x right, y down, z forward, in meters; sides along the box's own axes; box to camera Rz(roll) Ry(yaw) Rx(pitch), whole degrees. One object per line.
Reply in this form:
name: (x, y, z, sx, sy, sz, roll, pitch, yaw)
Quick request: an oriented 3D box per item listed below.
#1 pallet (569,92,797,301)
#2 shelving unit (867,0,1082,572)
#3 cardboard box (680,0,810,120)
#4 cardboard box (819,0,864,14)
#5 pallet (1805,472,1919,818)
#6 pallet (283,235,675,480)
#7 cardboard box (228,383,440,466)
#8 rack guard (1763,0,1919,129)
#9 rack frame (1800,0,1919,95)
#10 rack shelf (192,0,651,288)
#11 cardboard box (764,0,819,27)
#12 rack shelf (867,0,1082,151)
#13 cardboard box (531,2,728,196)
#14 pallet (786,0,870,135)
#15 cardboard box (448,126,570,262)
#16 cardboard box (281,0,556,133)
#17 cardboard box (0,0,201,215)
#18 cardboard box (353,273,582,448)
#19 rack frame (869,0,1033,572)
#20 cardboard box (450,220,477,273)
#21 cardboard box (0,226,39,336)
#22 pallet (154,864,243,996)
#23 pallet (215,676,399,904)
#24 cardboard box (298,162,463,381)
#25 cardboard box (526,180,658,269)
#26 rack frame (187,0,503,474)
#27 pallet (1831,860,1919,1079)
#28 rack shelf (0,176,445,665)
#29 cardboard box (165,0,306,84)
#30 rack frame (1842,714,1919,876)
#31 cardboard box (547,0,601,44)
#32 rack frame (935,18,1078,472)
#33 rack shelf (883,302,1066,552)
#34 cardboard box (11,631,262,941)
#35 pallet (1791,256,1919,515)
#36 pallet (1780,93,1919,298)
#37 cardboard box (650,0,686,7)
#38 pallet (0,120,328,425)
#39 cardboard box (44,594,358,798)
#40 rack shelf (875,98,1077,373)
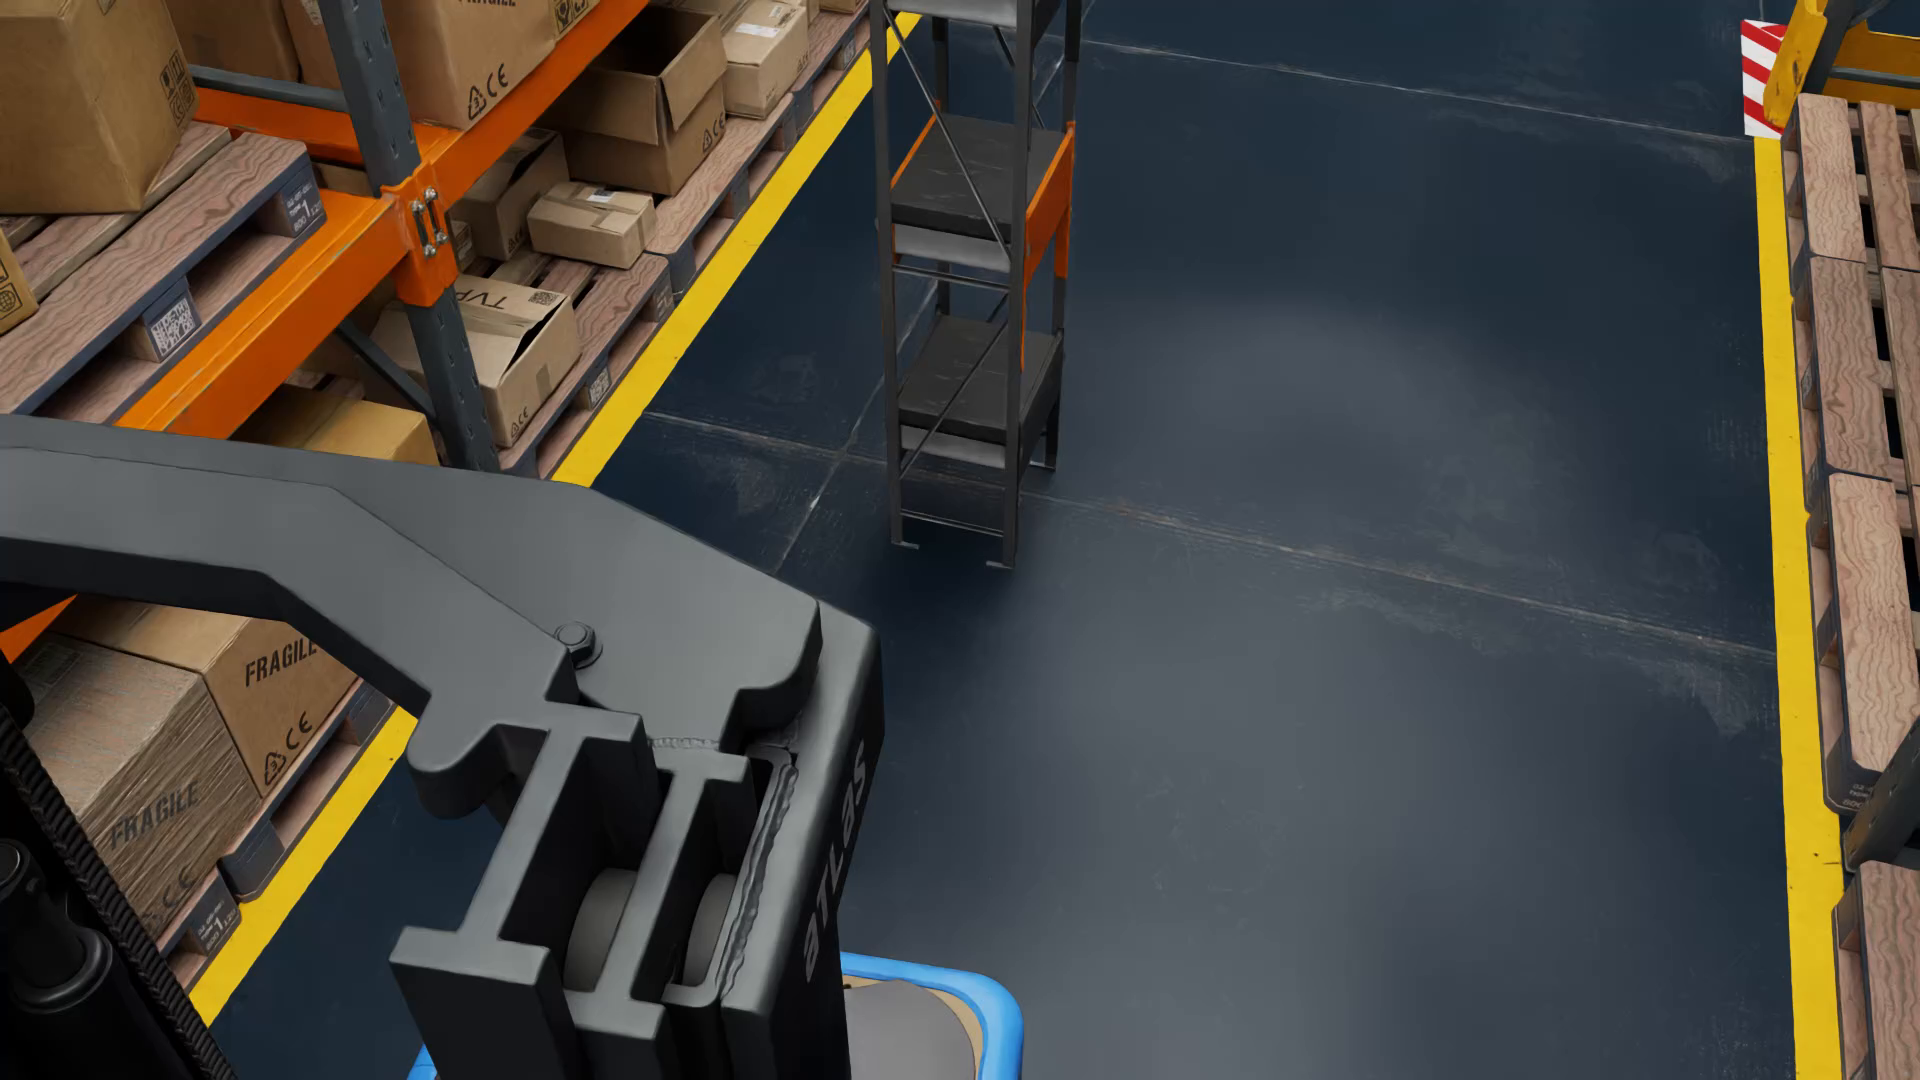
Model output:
pallet: (-1.331, -1.462, 6.593, 1.003, 0.211, 1.213, 13, 46, 13)
shelving unit: (0.050, -0.861, 4.628, 0.431, 2.100, 0.503, 13, 46, 12)
cardboard box: (-0.942, -1.984, 6.785, 0.500, 0.250, 0.500, 13, 46, 13)
cardboard box: (-0.626, -2.701, 7.338, 0.500, 0.500, 0.500, 13, 46, 13)
pallet: (2.998, 0.365, 4.726, 1.003, 0.211, 1.213, 13, 46, 13)
pallet: (-1.698, -0.646, 5.759, 1.003, 0.211, 1.213, 13, 46, 13)
cardboard box: (-1.784, -0.059, 4.639, 0.500, 0.500, 0.500, 12, 46, 12)
rack guard: (4.019, -1.925, 6.860, 1.175, 0.500, 0.348, 13, 46, 13)
rack frame: (4.024, -2.800, 5.966, 1.000, 3.000, 0.127, 13, 46, 13)
rack shelf: (-1.302, -2.261, 5.930, 1.077, 0.370, 4.000, 13, 46, 13)
cardboard box: (-0.834, -2.330, 7.198, 0.380, 0.166, 0.250, 13, 46, 13)
rack shelf: (0.050, -1.351, 4.148, 0.431, 0.518, 0.480, 13, 46, 12)
cardboard box: (-1.343, -1.703, 6.316, 0.797, 0.503, 0.637, 13, 46, 13)
pallet: (-0.960, -2.272, 7.421, 1.003, 0.211, 1.213, 13, 46, 13)
cardboard box: (-1.778, -1.321, 6.063, 0.500, 0.311, 0.500, 13, 46, 13)
cardboard box: (-1.493, -1.503, 4.570, 0.500, 0.500, 0.500, 14, 46, 14)
cardboard box: (-2.264, -1.102, 3.860, 0.700, 0.500, 0.500, -1, 44, -1)
cardboard box: (-1.574, -0.615, 5.342, 0.500, 0.311, 0.500, 13, 46, 13)
rack frame: (-0.024, -0.698, 4.462, 0.400, 2.100, 0.015, 13, 46, 12)
cardboard box: (-1.949, -1.026, 5.877, 0.380, 0.149, 0.250, 13, 46, 13)
cardboard box: (-2.412, -0.631, 3.378, 0.700, 0.500, 0.500, 19, 48, 19)
pallet: (-2.485, 1.178, 3.896, 1.003, 0.211, 1.213, 13, 46, 13)
pallet: (-2.118, 0.362, 4.729, 1.003, 0.211, 1.213, 13, 46, 13)
cardboard box: (-2.005, -0.889, 5.486, 0.500, 0.500, 0.500, 13, 46, 13)
cardboard box: (-1.322, -1.142, 5.984, 0.380, 0.166, 0.250, 13, 46, 13)
rack frame: (-1.907, -1.185, 4.316, 1.000, 3.000, 0.127, 13, 46, 13)
pallet: (2.539, 1.369, 3.700, 1.003, 0.211, 1.213, 13, 46, 13)
rack shelf: (-2.513, 0.405, 3.206, 1.077, 0.370, 4.000, 13, 46, 13)
cardboard box: (-2.000, -1.608, 4.677, 0.500, 0.500, 0.500, 13, 46, 13)
rack frame: (2.812, -0.133, 3.242, 1.000, 3.000, 0.127, 13, 46, 13)
cardboard box: (-1.341, -1.845, 4.919, 0.500, 0.500, 0.500, 13, 46, 13)
rack frame: (0.124, -1.023, 4.795, 0.400, 2.100, 0.015, 13, 46, 12)
rack shelf: (0.050, -0.351, 5.128, 0.431, 0.518, 0.480, 13, 46, 12)
cardboard box: (-2.094, 0.603, 3.962, 0.500, 0.500, 0.500, 13, 46, 13)
pallet: (3.366, -0.451, 5.560, 1.003, 0.211, 1.213, 13, 46, 13)
pallet: (3.737, -1.262, 6.388, 1.003, 0.211, 1.213, 13, 46, 13)
cardboard box: (-1.434, -2.057, 6.859, 0.500, 0.250, 0.500, 13, 46, 13)
pallet: (-2.253, -0.607, 3.863, 1.003, 0.211, 1.213, 13, 46, 13)
cardboard box: (-1.941, 0.268, 4.304, 0.500, 0.500, 0.500, 13, 46, 13)
rack shelf: (0.050, -0.851, 4.638, 0.431, 0.518, 0.480, 13, 46, 12)
